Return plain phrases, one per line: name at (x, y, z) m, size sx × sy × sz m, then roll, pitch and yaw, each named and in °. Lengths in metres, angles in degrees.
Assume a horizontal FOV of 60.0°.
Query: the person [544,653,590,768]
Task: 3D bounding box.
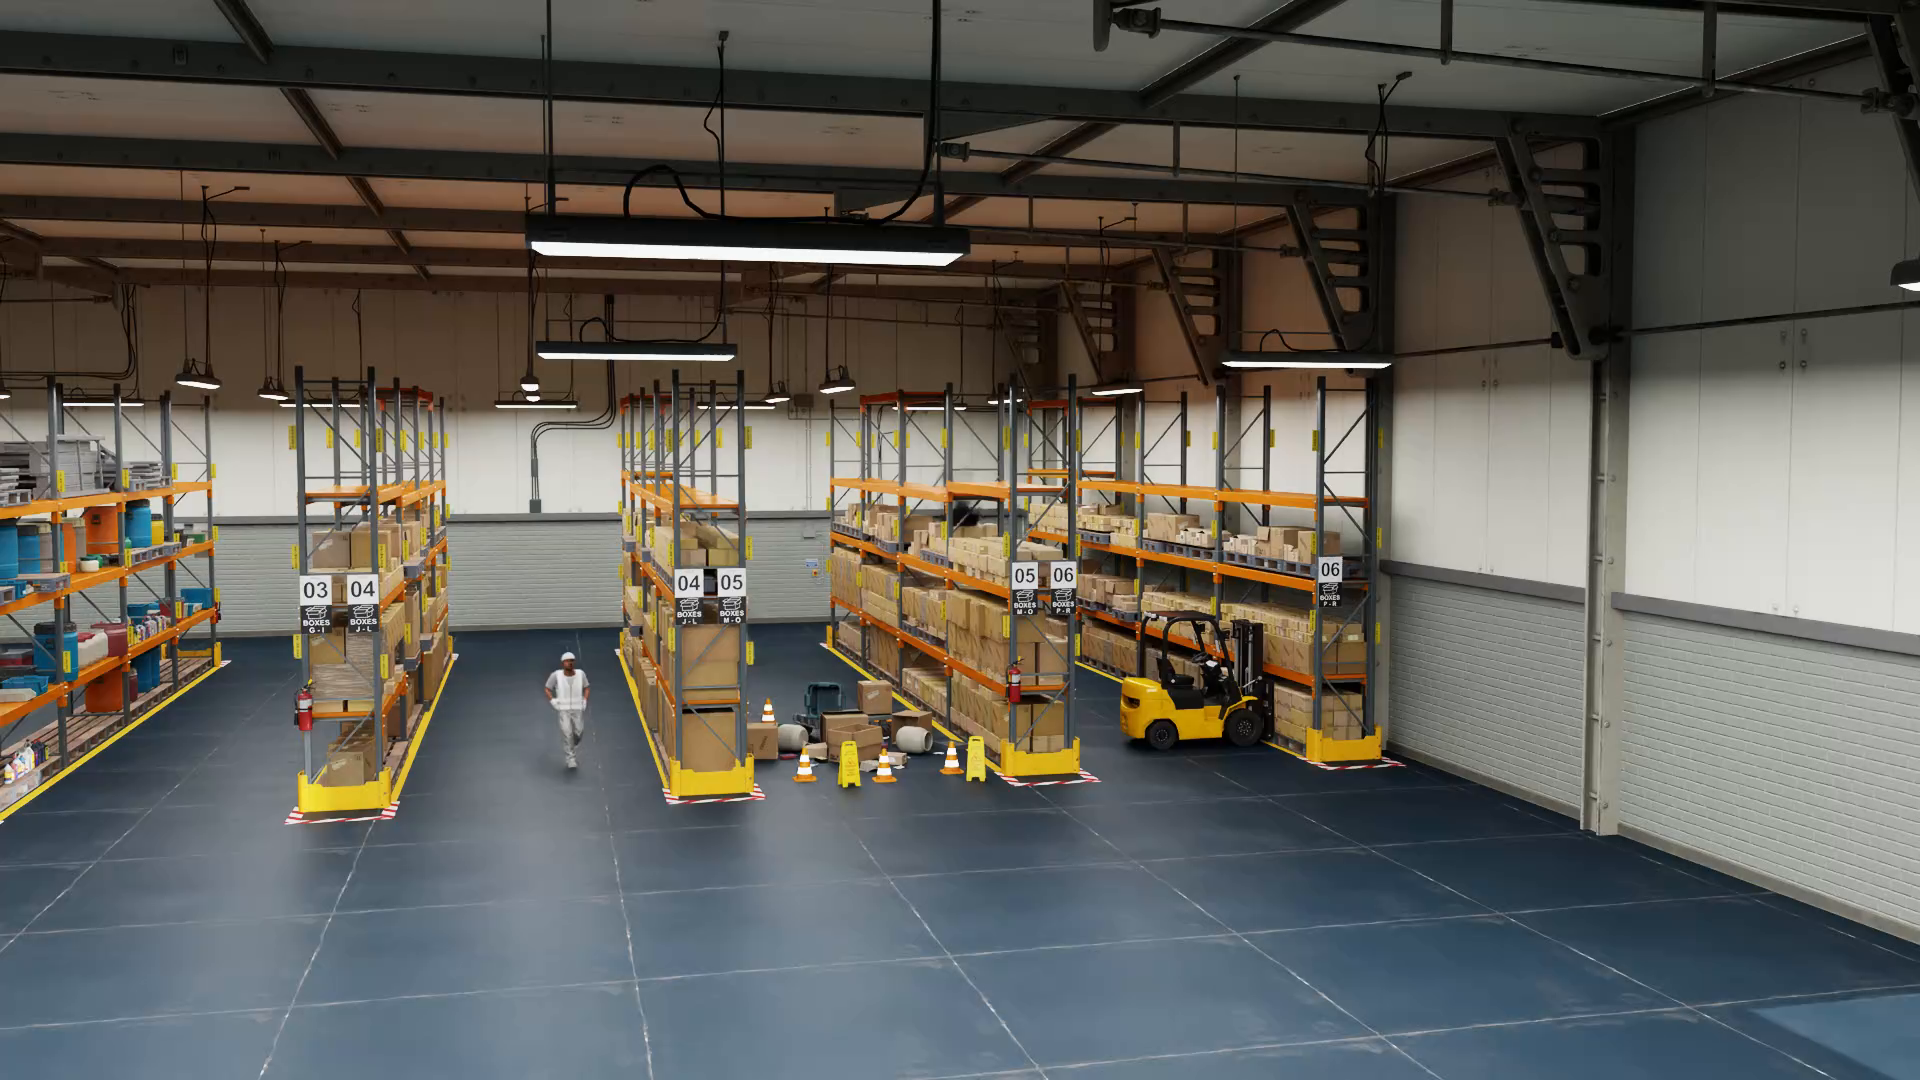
person at (-6.018, 2.598, 25.544) m, size 0.691 × 1.749 × 0.636 m, roll -2°, pitch 4°, yaw -25°
